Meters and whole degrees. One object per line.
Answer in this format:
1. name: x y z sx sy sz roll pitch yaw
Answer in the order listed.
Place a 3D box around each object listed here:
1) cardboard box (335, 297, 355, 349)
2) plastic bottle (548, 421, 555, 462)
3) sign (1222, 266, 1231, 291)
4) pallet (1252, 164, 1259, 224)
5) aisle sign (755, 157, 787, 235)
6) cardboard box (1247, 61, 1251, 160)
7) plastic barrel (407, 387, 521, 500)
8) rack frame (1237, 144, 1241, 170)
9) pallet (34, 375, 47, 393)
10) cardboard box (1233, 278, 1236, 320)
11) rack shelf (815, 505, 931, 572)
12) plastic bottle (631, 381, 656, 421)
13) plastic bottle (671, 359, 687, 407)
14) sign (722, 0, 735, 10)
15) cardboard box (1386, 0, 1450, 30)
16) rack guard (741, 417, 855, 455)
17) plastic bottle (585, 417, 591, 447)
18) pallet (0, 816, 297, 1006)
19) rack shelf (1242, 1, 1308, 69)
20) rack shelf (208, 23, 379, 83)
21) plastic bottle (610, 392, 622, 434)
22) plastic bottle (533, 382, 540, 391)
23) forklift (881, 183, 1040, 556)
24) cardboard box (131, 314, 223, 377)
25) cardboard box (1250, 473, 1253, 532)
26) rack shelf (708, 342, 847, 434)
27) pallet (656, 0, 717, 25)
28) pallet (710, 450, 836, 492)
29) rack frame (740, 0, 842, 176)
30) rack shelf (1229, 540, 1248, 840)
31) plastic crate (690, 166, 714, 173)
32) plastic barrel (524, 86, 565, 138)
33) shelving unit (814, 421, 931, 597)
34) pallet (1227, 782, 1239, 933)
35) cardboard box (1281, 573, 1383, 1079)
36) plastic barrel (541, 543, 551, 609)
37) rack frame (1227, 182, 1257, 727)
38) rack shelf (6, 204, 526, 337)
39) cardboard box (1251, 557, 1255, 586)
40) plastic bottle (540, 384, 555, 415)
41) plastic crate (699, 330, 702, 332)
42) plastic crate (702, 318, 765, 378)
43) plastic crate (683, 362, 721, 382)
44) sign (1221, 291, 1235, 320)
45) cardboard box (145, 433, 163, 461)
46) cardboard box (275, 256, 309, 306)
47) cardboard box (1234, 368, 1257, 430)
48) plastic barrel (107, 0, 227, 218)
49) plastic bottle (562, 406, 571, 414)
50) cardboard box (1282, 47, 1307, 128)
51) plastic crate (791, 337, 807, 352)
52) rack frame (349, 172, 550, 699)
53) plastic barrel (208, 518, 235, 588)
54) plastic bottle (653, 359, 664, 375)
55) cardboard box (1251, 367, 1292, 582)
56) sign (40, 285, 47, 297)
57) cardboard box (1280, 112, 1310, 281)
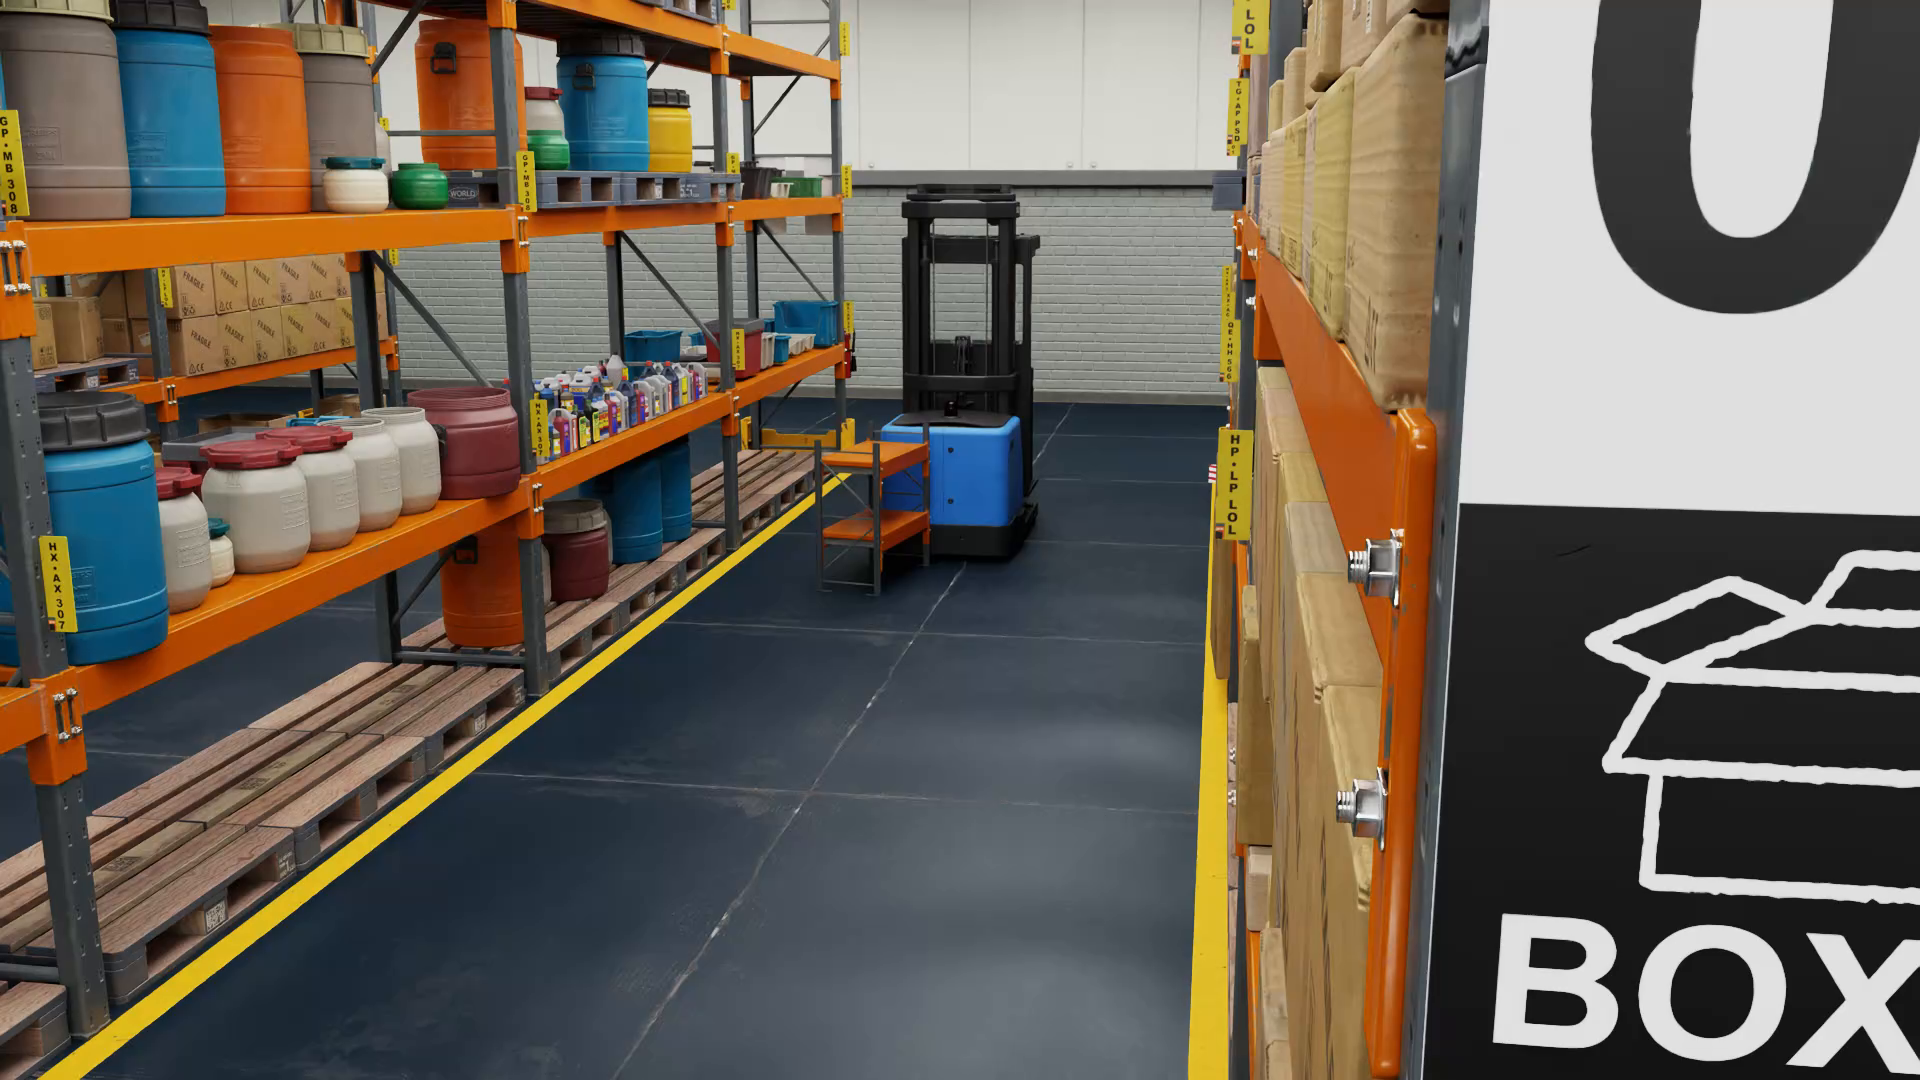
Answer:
1. cardboard box: -6.467 -2.235 17.009 0.500 0.500 0.500 2 12 9
2. plastic bottle: -2.496 -0.610 10.009 0.097 0.271 0.097 0 12 0
3. sign: 2.650 -2.556 16.491 0.100 0.325 0.005 2 12 9
4. pallet: 1.708 -1.293 6.197 1.213 0.211 1.003 2 12 9
5. aisle sign: -1.979 -3.531 17.086 0.394 0.787 0.004 2 12 9
6. cardboard box: 1.641 -2.080 7.979 0.500 0.500 0.500 2 12 9
7. plastic barrel: -2.699 -0.530 9.011 0.600 0.536 0.708 2 12 9
8. rack frame: 3.197 -5.008 15.869 1.000 3.000 0.127 2 12 9
9. pallet: -7.526 -1.043 12.166 1.003 0.211 1.213 2 12 9
10. cardboard box: 2.389 -1.785 13.027 0.500 0.500 0.500 2 12 10
11. rack shelf: -0.645 -0.020 12.577 0.538 0.278 1.000 4 13 19
12. plastic bottle: -2.243 -0.992 11.772 0.152 0.276 0.135 2 12 9
13. plastic bottle: -2.130 -1.177 12.450 0.144 0.351 0.185 2 12 9
14. sign: -1.769 -4.215 12.688 0.100 0.325 0.005 2 12 9
15. cardboard box: 0.471 -0.400 1.019 0.380 0.149 0.250 2 12 9
16. rack guard: -1.706 -1.019 17.535 1.175 0.500 0.348 2 12 9
17. plastic bottle: -2.405 -0.700 10.593 0.097 0.201 0.097 0 12 0
18. pallet: -3.460 1.461 6.713 1.003 0.211 1.213 2 12 9
19. rack shelf: 2.275 -3.211 10.192 1.077 0.370 4.000 2 12 9
20. rack shelf: -6.898 -4.560 15.507 1.077 0.370 4.000 2 12 9
21. plastic bottle: -2.319 -0.850 11.125 0.097 0.271 0.097 0 12 0
22. plastic bottle: -2.997 -0.971 11.686 0.097 0.271 0.097 0 12 0
23. forklift: 0.094 -1.564 14.293 1.130 2.935 3.031 2 12 8
24. cardboard box: -6.858 -1.710 14.571 0.500 0.500 0.500 2 12 10
25. cardboard box: 1.482 -0.200 7.161 0.500 0.250 0.500 2 12 7
26. rack shelf: -2.004 -1.467 15.390 1.077 0.370 4.000 2 12 9
27. pallet: -2.409 -3.874 12.008 1.003 0.211 1.213 2 12 9
28. pallet: -1.862 -0.702 16.749 1.003 0.211 1.213 2 12 9
29. rack frame: -1.697 -5.168 16.614 1.000 3.000 0.127 2 12 9
30. rack shelf: 1.659 0.358 6.918 1.077 0.370 4.000 2 12 9
31. plastic crate: -2.343 -3.192 14.848 0.437 0.282 0.530 2 12 9
32. plastic barrel: -2.803 -2.682 10.879 0.433 0.535 0.433 0 12 0
33. shelving unit: -0.645 -0.259 12.526 0.538 1.125 1.048 4 13 19
34. pallet: 1.655 1.369 7.138 1.003 0.211 1.213 2 12 9
35. cardboard box: 0.648 0.346 1.952 0.500 0.500 0.500 2 12 9
36. plastic barrel: -2.870 0.218 10.770 0.421 0.512 0.421 0 12 0
37. rack frame: 1.967 -0.410 8.774 1.000 3.000 0.127 2 12 9
38. rack shelf: -3.235 -1.268 7.347 1.077 0.370 4.000 2 12 9
39. cardboard box: 1.222 0.320 4.443 0.875 0.500 0.500 2 12 9
40. plastic bottle: -2.870 -0.946 11.570 0.097 0.271 0.097 0 12 0
41. plastic crate: -2.262 -1.868 15.797 0.416 0.233 0.300 2 12 9
42. plastic crate: -1.927 -1.641 14.194 0.402 0.464 0.583 2 12 9
43. plastic crate: -2.099 -1.395 13.832 0.396 0.136 0.243 2 12 9
44. sign: 2.034 -1.722 12.620 0.100 0.325 0.005 2 12 9
45. cardboard box: -7.398 -0.685 14.941 0.500 0.500 0.500 2 12 9
46. cardboard box: -6.618 -2.513 15.922 0.500 0.500 0.500 2 12 10
47. cardboard box: 1.957 -0.781 10.260 0.500 0.500 0.500 1 12 7
48. plastic barrel: -3.477 -1.834 7.073 0.600 0.901 0.708 2 12 9
49. plastic bottle: -2.485 -0.708 10.465 0.097 0.271 0.097 0 12 0
50. cardboard box: 0.839 -0.889 3.287 0.380 0.149 0.250 2 12 8
51. plastic crate: -1.702 -1.900 16.175 0.396 0.136 0.243 2 12 9
52. rack frame: -2.927 -0.570 9.519 1.000 3.000 0.127 2 12 9
53. plastic barrel: -3.187 0.060 6.925 0.301 0.262 0.301 0 12 0
54. plastic bottle: -2.272 -1.181 12.472 0.144 0.351 0.185 2 12 9
55. cardboard box: 1.031 -0.175 4.367 0.500 0.500 0.500 2 12 9
56. sign: -7.743 -2.003 14.114 0.100 0.325 0.005 2 12 9
57. cardboard box: 0.793 -0.561 2.713 0.500 0.250 0.500 2 12 8
